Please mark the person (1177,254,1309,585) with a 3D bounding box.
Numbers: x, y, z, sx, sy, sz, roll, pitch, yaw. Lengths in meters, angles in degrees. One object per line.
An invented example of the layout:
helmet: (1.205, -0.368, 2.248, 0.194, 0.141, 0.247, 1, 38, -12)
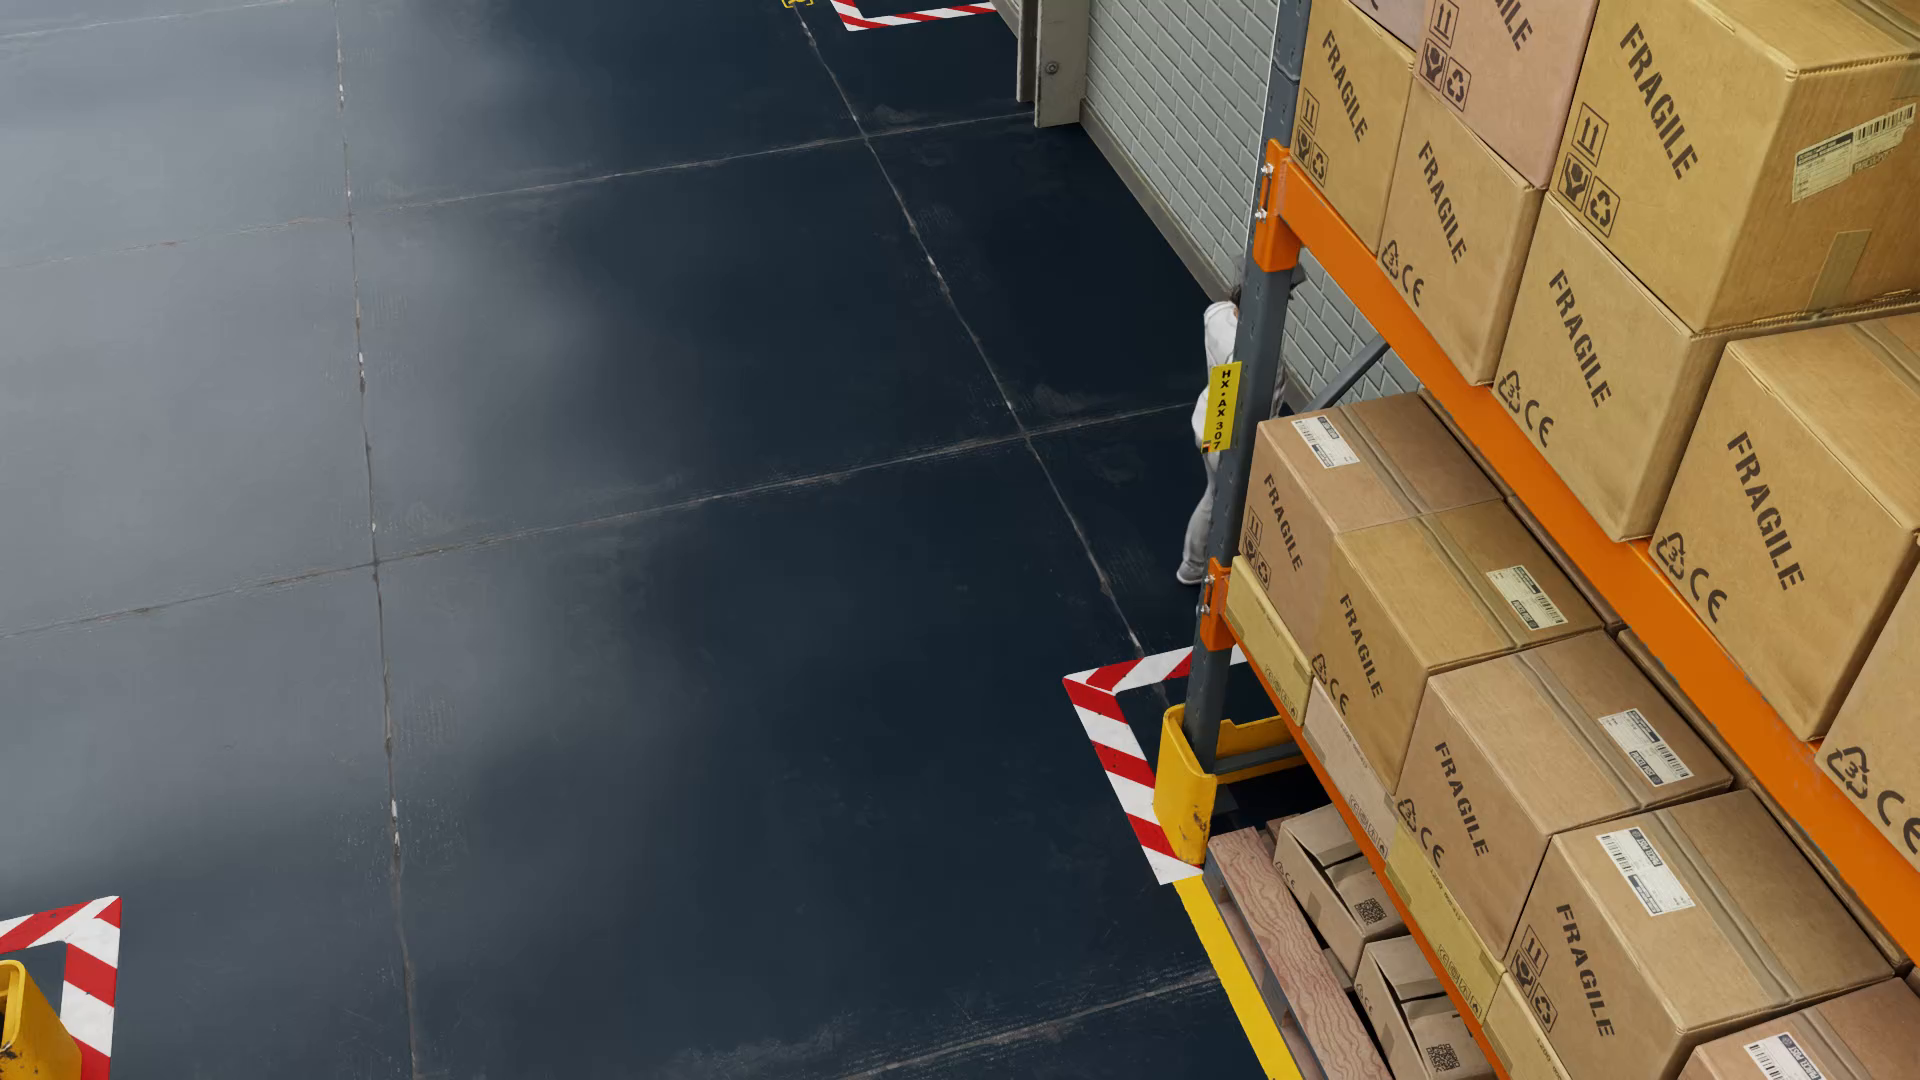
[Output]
person: (1.094, -0.398, 6.609, 0.352, 1.658, 0.479, -11, 44, -12)
